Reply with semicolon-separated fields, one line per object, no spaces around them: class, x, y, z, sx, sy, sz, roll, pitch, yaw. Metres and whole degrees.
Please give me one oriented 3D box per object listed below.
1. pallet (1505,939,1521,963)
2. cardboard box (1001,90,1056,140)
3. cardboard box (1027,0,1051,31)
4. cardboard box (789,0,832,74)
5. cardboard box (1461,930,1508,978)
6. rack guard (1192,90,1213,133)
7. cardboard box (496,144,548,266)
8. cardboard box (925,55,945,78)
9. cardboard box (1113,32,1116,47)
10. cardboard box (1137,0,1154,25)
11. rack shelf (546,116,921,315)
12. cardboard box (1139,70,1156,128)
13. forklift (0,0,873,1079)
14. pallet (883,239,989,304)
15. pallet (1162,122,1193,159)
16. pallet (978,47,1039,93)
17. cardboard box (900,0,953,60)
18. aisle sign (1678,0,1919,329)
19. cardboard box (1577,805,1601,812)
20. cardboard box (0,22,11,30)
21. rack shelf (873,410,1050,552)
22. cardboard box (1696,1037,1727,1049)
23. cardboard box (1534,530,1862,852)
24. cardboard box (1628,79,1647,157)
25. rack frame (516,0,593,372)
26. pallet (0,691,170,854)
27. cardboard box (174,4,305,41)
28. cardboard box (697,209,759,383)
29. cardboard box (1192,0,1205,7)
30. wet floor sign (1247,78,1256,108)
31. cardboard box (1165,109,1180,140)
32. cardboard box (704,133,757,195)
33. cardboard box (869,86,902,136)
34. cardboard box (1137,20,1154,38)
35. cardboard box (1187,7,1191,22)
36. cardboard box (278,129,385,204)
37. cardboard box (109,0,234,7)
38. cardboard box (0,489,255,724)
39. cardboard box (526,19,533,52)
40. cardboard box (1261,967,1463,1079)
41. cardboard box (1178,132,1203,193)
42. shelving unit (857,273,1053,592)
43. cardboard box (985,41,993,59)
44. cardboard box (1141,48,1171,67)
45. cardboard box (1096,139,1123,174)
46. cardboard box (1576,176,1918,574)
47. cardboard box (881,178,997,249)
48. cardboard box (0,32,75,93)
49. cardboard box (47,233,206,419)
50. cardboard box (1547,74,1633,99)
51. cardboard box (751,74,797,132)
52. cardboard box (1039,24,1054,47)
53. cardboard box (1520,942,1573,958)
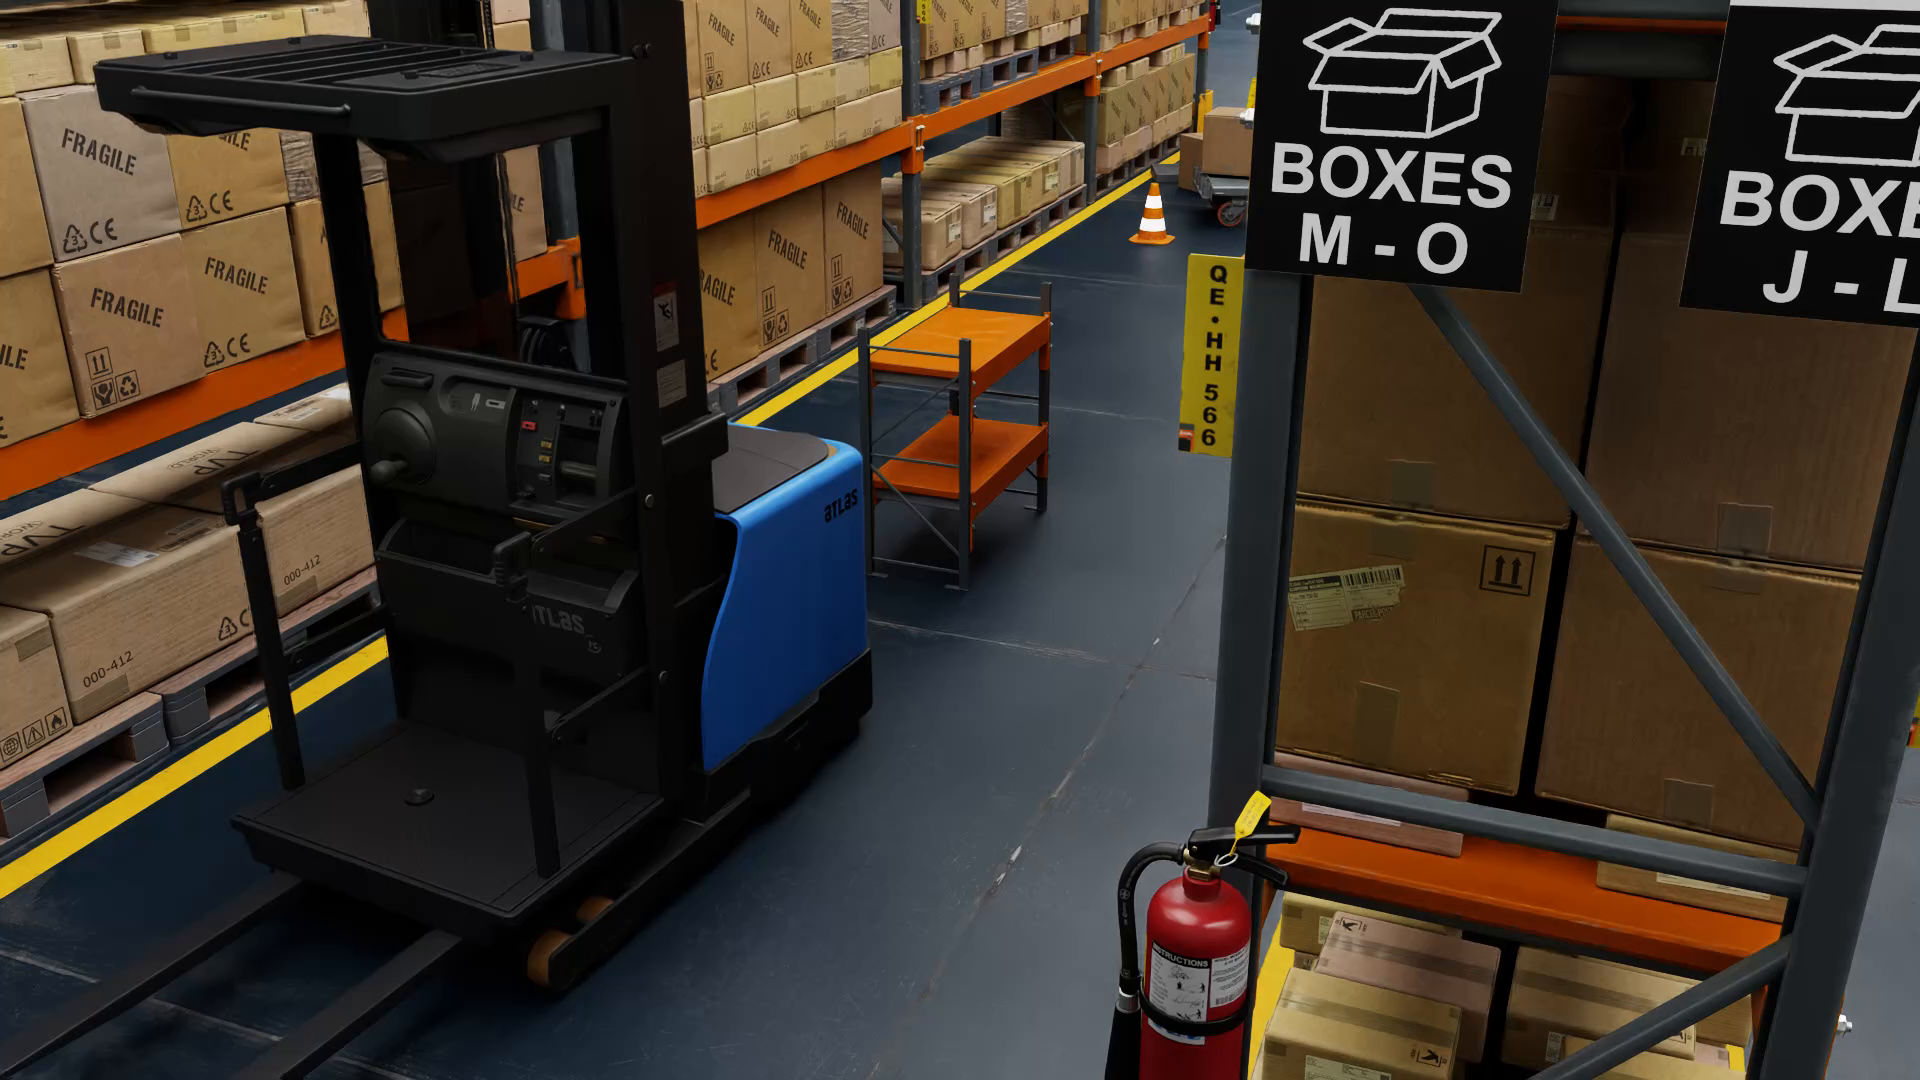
pallet;1.729;1.016;5.043;1.003;0.211;1.213;9;24;20
cardboard box;0.706;-4.010;15.509;0.500;0.500;0.500;8;24;19
cardboard box;0.396;-4.307;13.108;0.500;0.500;0.500;10;25;22
cardboard box;-1.074;-2.981;9.568;0.500;0.500;0.500;9;24;20
cardboard box;1.229;0.965;4.317;0.380;0.149;0.250;8;24;19
rack guard;2.193;-4.740;18.449;1.175;0.500;0.348;9;24;20
cardboard box;-2.172;-1.470;7.247;0.500;0.500;0.500;9;24;21
cardboard box;-0.321;-3.322;11.591;0.380;0.149;0.250;7;24;17
cardboard box;1.195;-4.538;15.048;0.380;0.149;0.250;10;24;22
cardboard box;1.521;-5.151;15.674;0.500;0.500;0.500;9;24;20
rack shelf;-1.494;-2.010;9.604;1.077;0.370;4.000;9;24;20
cardboard box;1.587;-4.311;16.229;0.500;0.500;0.500;10;25;23
forklift;-1.452;-0.276;4.609;1.130;2.935;3.031;11;25;25
pallet;-0.459;-2.050;12.385;1.003;0.211;1.213;9;24;20
pallet;1.858;-4.321;17.821;1.003;0.211;1.213;9;24;20
pallet;-0.054;-3.683;12.925;1.003;0.211;1.213;9;24;20
cardboard box;-0.369;-3.563;11.327;0.500;0.500;0.500;8;24;19
aisle sign;1.162;-0.653;2.048;0.394;0.787;0.004;9;24;20
cardboard box;1.392;0.428;3.161;0.380;0.149;0.250;10;25;22
cardboard box;-3.352;-1.623;5.476;0.380;0.149;0.250;9;24;21
rack shelf;-0.002;-0.291;7.622;0.538;0.278;1.000;9;24;20
cardboard box;1.707;1.187;4.171;0.380;0.149;0.250;9;24;21
cardboard box;1.334;0.173;2.928;0.500;0.500;0.500;10;25;23
cardboard box;2.083;-1.025;4.499;0.500;0.500;0.500;9;24;21
rack frame;-2.237;-1.626;7.752;1.000;3.000;0.127;9;24;20
pallet;-3.498;0.795;5.574;1.003;0.211;1.213;9;24;20
cardboard box;-2.589;-1.829;5.968;0.380;0.149;0.250;8;24;19
cardboard box;-1.752;-1.397;9.415;0.875;0.875;0.875;10;24;22
cardboard box;2.275;-5.870;17.396;0.500;0.500;0.500;8;24;19
wet floor sign;3.285;-4.749;18.282;0.267;0.644;0.232;19;29;38
cardboard box;1.971;-4.334;17.256;0.500;0.250;0.500;9;24;20
cardboard box;-1.432;-2.043;8.945;0.500;0.250;0.500;9;24;20
cardboard box;-0.698;-2.770;10.685;0.500;0.250;0.500;8;24;18
cardboard box;1.634;-4.896;15.907;0.380;0.149;0.250;9;24;20
cardboard box;2.174;-5.445;17.220;0.380;0.149;0.250;8;24;19
cardboard box;-2.532;-1.562;6.170;0.500;0.500;0.500;9;24;21
cardboard box;-3.006;-1.995;6.365;0.380;0.149;0.250;8;24;19
cardboard box;-3.238;0.214;6.124;0.875;0.438;0.875;9;24;21
cardboard box;-1.806;-2.250;7.818;0.500;0.500;0.500;9;24;21
cardboard box;0.872;1.099;3.609;0.380;0.149;0.250;9;24;21
cardboard box;2.396;-3.525;15.538;0.500;0.500;0.500;-12;25;-26
shelving unit;-0.002;-0.517;7.527;0.538;1.125;1.048;9;24;20
cardboard box;0.030;-3.713;12.527;0.380;0.149;0.250;10;25;22
cardboard box;1.896;-4.842;16.659;0.380;0.149;0.250;10;25;22
cardboard box;1.205;-3.587;15.467;0.500;0.250;0.500;8;24;18
cardboard box;1.324;-0.290;2.739;0.500;0.500;0.500;9;24;20
cardboard box;-0.265;-2.505;12.720;0.950;0.372;0.625;8;24;19
cardboard box;-2.970;-1.468;5.104;0.380;0.149;0.250;9;24;21
cardboard box;-2.910;-0.736;5.491;0.500;0.500;0.500;9;24;20
cardboard box;1.417;-0.925;4.260;0.500;0.500;0.500;8;24;18
cardboard box;-1.246;-2.454;9.278;0.500;0.250;0.500;8;24;18
cardboard box;0.532;-4.062;13.365;0.380;0.149;0.250;9;24;20
cardboard box;1.507;1.121;3.942;0.380;0.149;0.250;9;24;21
